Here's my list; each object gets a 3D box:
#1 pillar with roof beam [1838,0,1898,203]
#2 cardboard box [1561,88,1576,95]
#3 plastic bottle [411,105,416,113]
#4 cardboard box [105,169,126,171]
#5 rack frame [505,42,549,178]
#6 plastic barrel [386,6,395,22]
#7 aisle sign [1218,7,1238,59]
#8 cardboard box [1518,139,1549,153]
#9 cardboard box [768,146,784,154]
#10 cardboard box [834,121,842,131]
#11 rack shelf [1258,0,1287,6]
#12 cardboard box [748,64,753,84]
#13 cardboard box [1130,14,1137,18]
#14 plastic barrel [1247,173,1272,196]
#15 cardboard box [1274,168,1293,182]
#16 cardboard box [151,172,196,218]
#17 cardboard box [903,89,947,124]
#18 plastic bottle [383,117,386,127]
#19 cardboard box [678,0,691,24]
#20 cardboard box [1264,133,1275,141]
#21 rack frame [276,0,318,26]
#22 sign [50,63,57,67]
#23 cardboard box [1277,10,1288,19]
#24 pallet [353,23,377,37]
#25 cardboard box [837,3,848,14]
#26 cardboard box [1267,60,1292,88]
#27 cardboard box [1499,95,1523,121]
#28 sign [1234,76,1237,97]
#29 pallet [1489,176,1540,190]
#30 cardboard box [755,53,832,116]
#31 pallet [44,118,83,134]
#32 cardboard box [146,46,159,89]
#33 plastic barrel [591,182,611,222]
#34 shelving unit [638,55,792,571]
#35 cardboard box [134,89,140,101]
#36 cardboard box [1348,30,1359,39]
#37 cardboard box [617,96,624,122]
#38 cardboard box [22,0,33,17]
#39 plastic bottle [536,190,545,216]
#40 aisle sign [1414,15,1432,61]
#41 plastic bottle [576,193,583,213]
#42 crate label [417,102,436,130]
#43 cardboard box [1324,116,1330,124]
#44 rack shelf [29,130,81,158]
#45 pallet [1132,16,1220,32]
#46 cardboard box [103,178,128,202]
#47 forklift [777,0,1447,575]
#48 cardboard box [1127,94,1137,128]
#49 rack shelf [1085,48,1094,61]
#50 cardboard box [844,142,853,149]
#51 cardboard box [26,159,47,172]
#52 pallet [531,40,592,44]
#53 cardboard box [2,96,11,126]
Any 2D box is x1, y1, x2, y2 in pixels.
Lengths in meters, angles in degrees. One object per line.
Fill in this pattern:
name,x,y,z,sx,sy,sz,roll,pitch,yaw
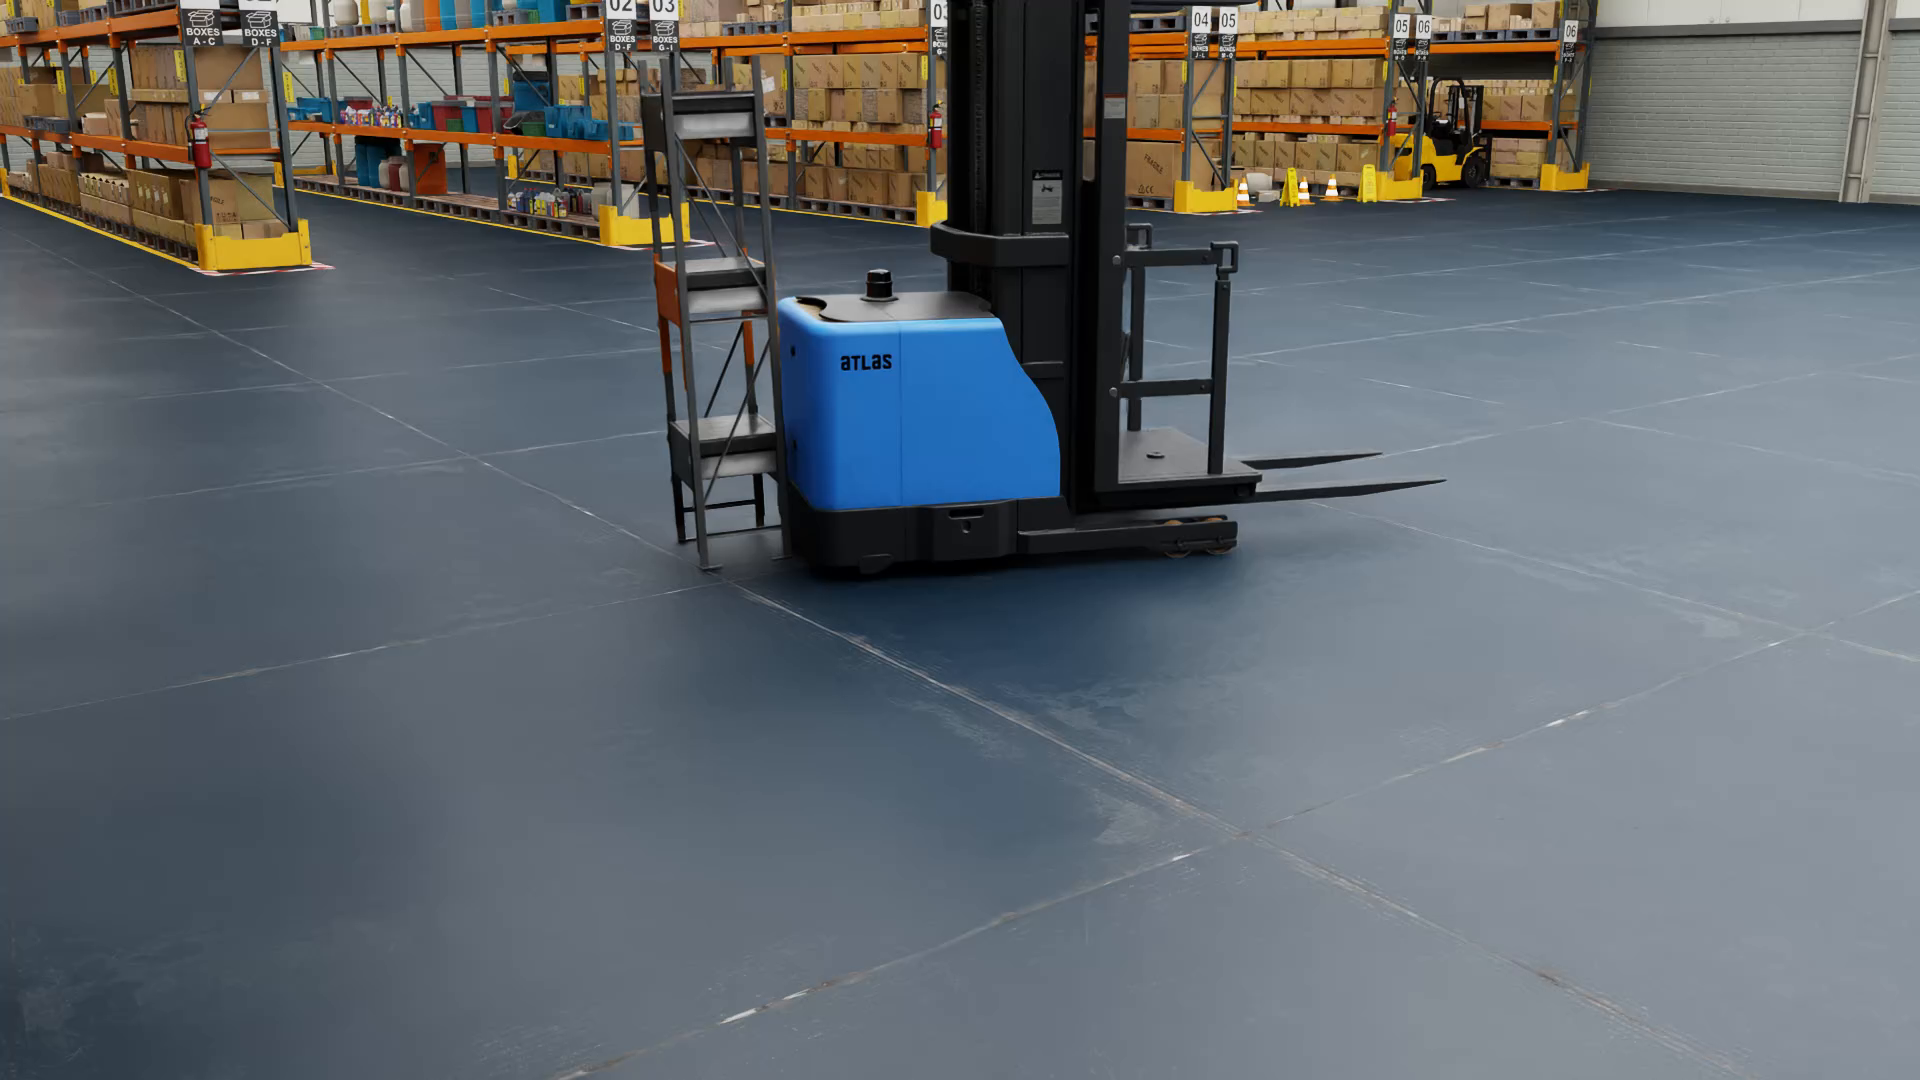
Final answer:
pillar with roof beam,12.351,-9.662,25.830,9.100,9.000,0.400,-11,19,-35
cardboard box,11.996,-8.903,33.003,0.380,0.149,0.250,-11,19,-36
plastic bottle,-9.653,-7.508,29.421,0.144,0.351,0.185,-11,19,-35
cardboard box,-13.111,-5.550,26.073,0.500,0.500,0.500,-12,19,-37
rack frame,-9.451,-9.536,36.735,1.000,3.000,0.127,-11,19,-35
plastic barrel,-9.503,-8.848,28.005,0.301,0.262,0.301,0,15,0
aisle sign,4.312,-8.153,26.758,0.394,0.787,0.004,-11,19,-35
cardboard box,11.462,-7.837,33.048,0.500,0.250,0.500,-10,18,-33
cardboard box,-4.105,-8.792,37.493,0.380,0.149,0.250,-12,19,-37
cardboard box,-1.757,-6.497,26.106,0.380,0.149,0.250,-11,19,-35
rack shelf,6.106,-12.918,39.848,1.077,0.370,4.000,-11,19,-35
cardboard box,-4.438,-10.492,37.580,0.500,0.500,0.500,-12,19,-36
cardboard box,2.960,-8.680,27.416,0.380,0.149,0.250,-11,19,-35
plastic barrel,5.533,-6.621,30.965,0.512,0.421,0.421,1,15,4
cardboard box,6.386,-6.995,31.865,0.500,0.250,0.500,-11,19,-35
cardboard box,-9.508,-4.207,20.258,0.500,0.500,0.500,-11,19,-35
cardboard box,-0.345,-6.433,24.644,0.875,0.500,0.500,-11,19,-35
plastic bottle,-9.811,-7.164,28.445,0.097,0.201,0.097,0,15,0
cardboard box,-4.679,-9.423,29.506,0.500,0.500,0.500,-11,19,-34
cardboard box,6.078,-7.749,31.971,0.380,0.149,0.250,-10,18,-32
rack frame,-13.457,-11.661,33.134,1.000,3.000,0.127,-11,19,-35
sign,-17.006,-8.792,31.224,0.100,0.325,0.005,-11,19,-35
cardboard box,6.186,-9.890,31.311,0.380,0.149,0.250,-12,19,-36
pallet,-9.896,-8.875,28.995,1.003,0.211,1.213,-11,19,-35
cardboard box,-1.656,-8.150,25.520,0.380,0.149,0.250,-11,19,-36
cardboard box,6.260,-8.834,31.524,0.700,0.500,0.500,-11,19,-36
cardboard box,11.186,-8.654,33.322,0.500,0.500,0.500,-10,18,-33
sign,4.480,-7.408,27.171,0.100,0.325,0.005,-11,19,-35
pallet,11.502,-7.241,33.631,1.003,0.211,1.213,-11,19,-35
cardboard box,-2.749,-7.657,27.937,1.000,1.000,1.000,-11,19,-34
pallet,-13.218,-6.332,25.393,1.213,0.211,1.003,-11,19,-35
cardboard box,-9.553,-5.802,20.446,0.700,0.500,0.500,-11,19,-35
plastic barrel,-4.793,-4.589,22.577,0.421,0.512,0.421,0,15,0
shelving unit,-1.039,-0.965,7.093,0.431,2.100,0.503,-8,17,-19
cardboard box,-10.262,-5.657,21.144,0.380,0.149,0.250,-11,19,-34
cardboard box,7.235,-9.126,30.031,0.380,0.149,0.250,-10,18,-33
cardboard box,-6.441,-8.379,32.318,0.500,0.500,0.500,-11,19,-36
cardboard box,-14.878,-8.772,27.087,0.600,0.600,0.600,-13,20,-40
plastic bottle,-5.902,-4.771,23.511,0.144,0.351,0.185,-11,19,-35
aisle sign,8.260,-8.946,29.656,0.394,0.787,0.004,-11,19,-35
plastic bottle,-5.481,-4.852,23.934,0.061,0.283,0.133,-11,19,-35
crate label,-8.388,-6.822,26.751,0.502,0.435,0.616,-11,19,-35
cardboard box,6.995,-7.805,30.886,0.380,0.149,0.250,-11,19,-34
rack shelf,-13.938,-6.371,26.534,1.077,0.370,4.000,-11,19,-35
pallet,3.583,-8.428,27.175,1.003,0.211,1.213,-11,19,-35
cardboard box,-11.483,-4.842,22.938,0.500,0.311,0.500,-11,19,-35
forklift,0.730,-1.463,7.369,3.031,2.935,1.130,-4,16,-14
cardboard box,3.204,-7.265,28.155,0.875,0.550,0.550,-11,19,-35
rack shelf,2.093,-10.893,37.373,1.077,0.370,4.000,-11,19,-35
cardboard box,-2.196,-8.367,34.983,0.500,0.250,0.500,-10,18,-32
cardboard box,-16.223,-6.553,29.734,0.797,0.503,0.637,-11,19,-35
pallet,-8.285,-10.522,34.825,1.003,0.211,1.213,-11,19,-35
cardboard box,-16.818,-7.695,29.818,0.500,0.500,0.500,-11,19,-35
